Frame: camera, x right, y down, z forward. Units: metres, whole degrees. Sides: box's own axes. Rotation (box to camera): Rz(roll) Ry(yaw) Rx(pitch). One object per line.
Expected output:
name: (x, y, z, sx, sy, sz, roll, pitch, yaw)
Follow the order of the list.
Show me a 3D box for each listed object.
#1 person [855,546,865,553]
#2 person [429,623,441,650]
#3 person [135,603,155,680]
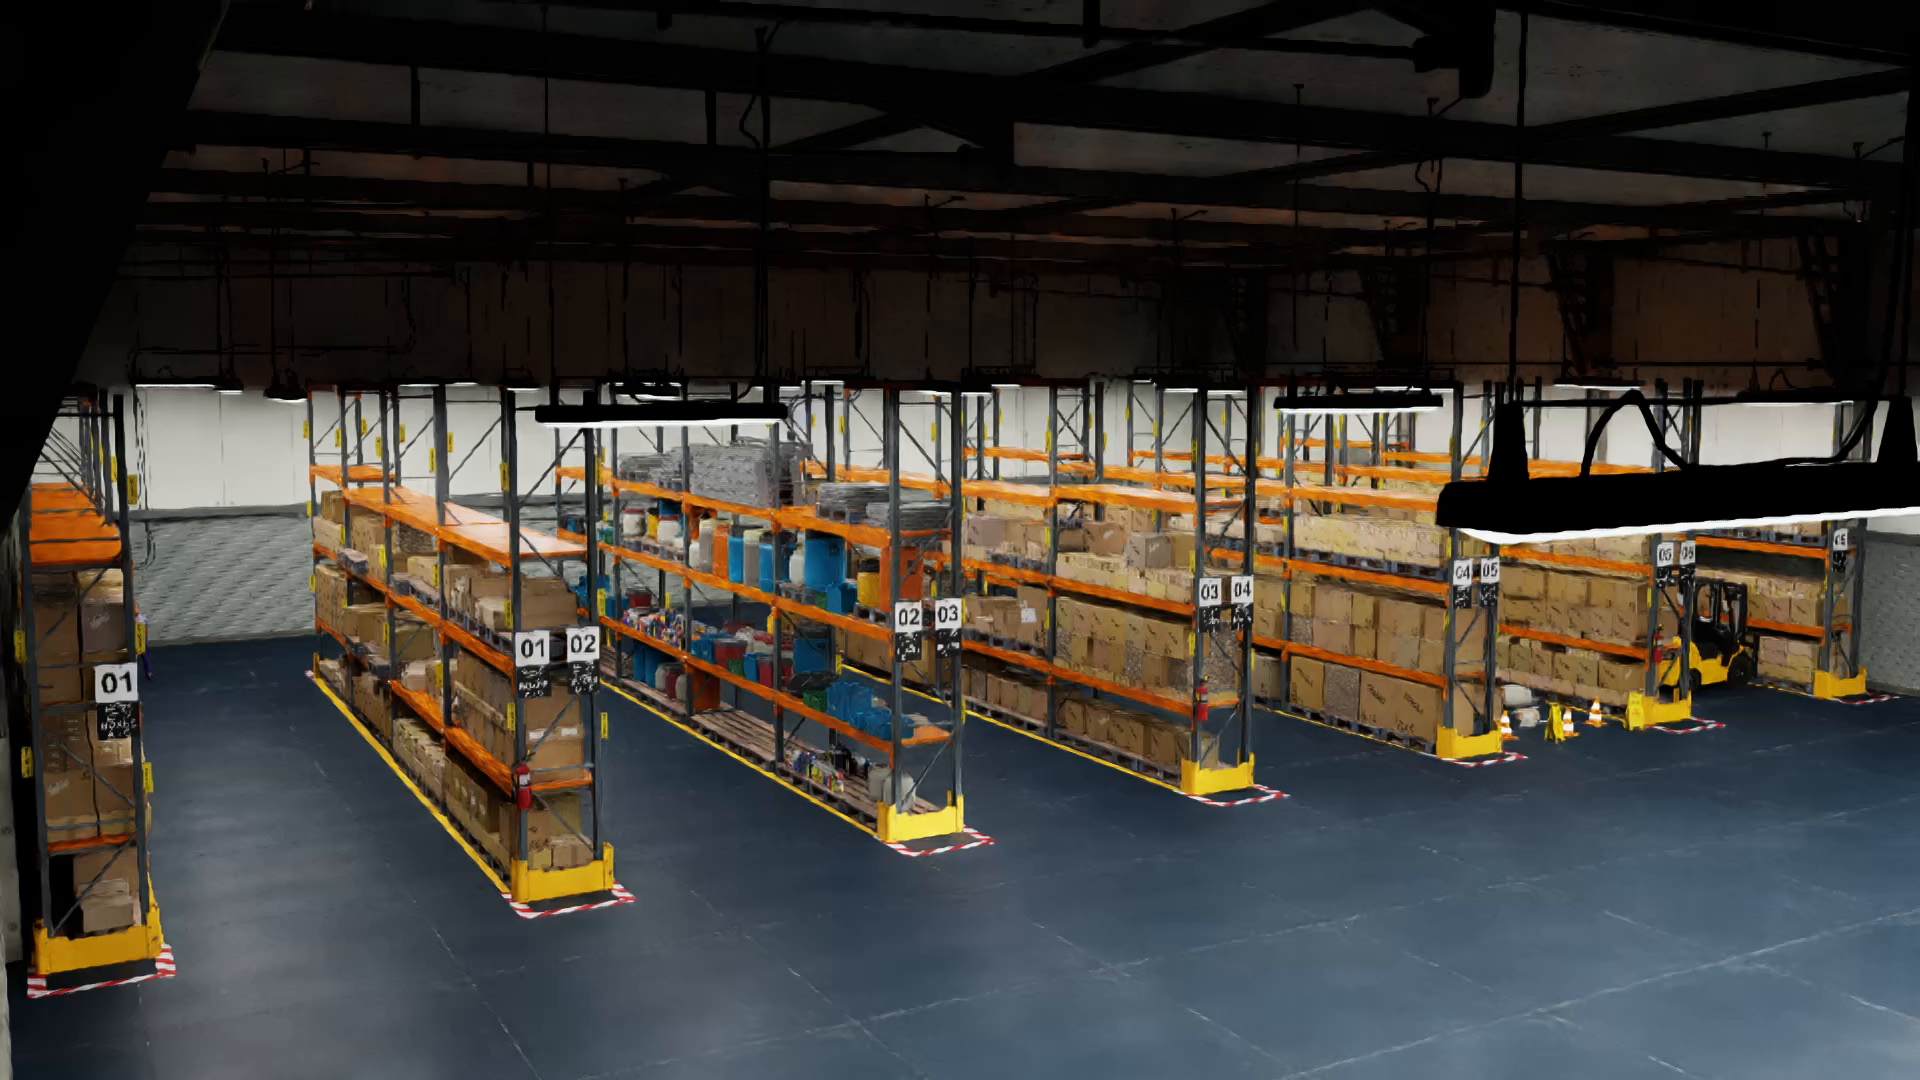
person: (-2.493, 0.973, 42.670, 0.571, 1.657, 0.512, 4, 7, 34)
person: (-10.648, 1.848, 33.823, 0.423, 1.761, 0.609, -2, 6, -18)
person: (-16.451, 2.009, 33.191, 0.505, 1.564, 1.063, -5, 8, -38)
